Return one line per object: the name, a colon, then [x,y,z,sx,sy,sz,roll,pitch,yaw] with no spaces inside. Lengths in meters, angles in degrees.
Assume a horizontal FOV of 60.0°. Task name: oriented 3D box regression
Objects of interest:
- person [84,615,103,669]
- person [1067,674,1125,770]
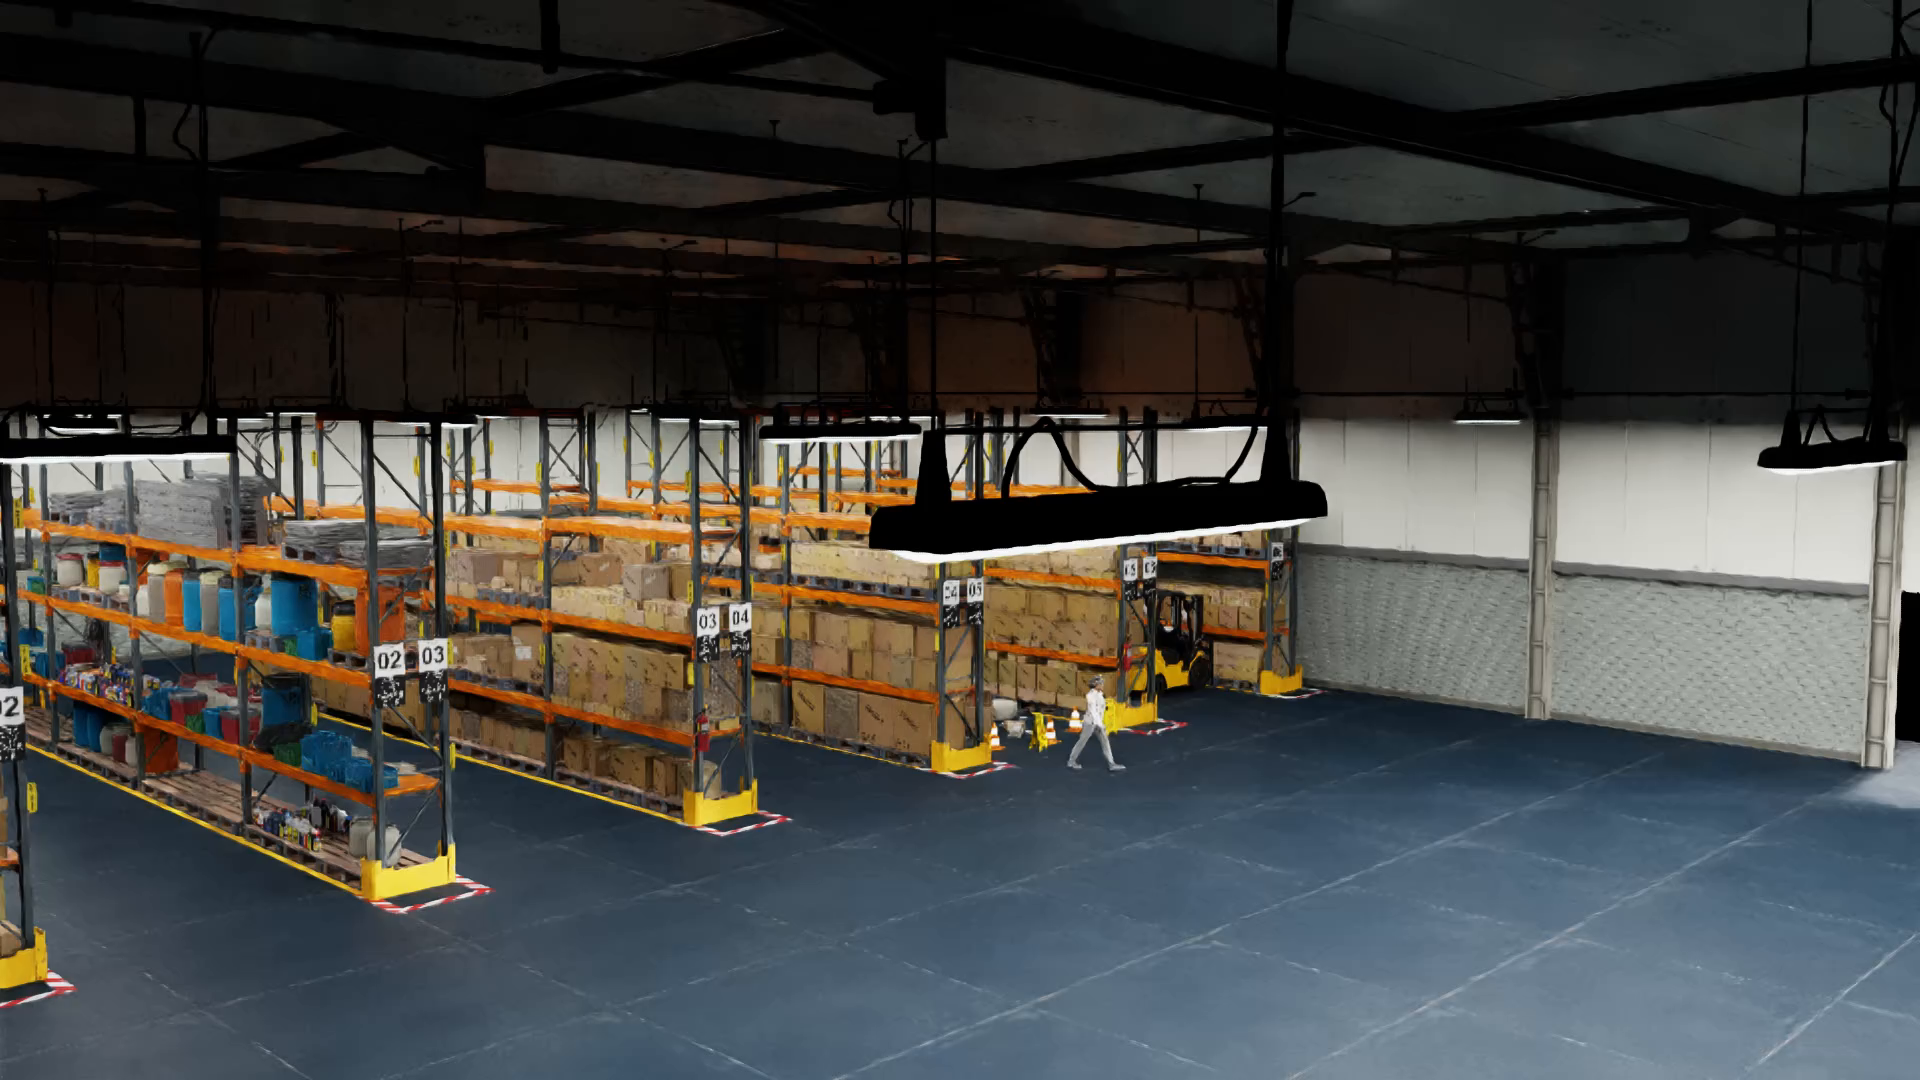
person: [-19.224,2.218,36.855,0.525,1.716,0.580,1,5,7]
person: [2.260,3.042,27.808,0.994,1.622,0.482,4,6,35]
